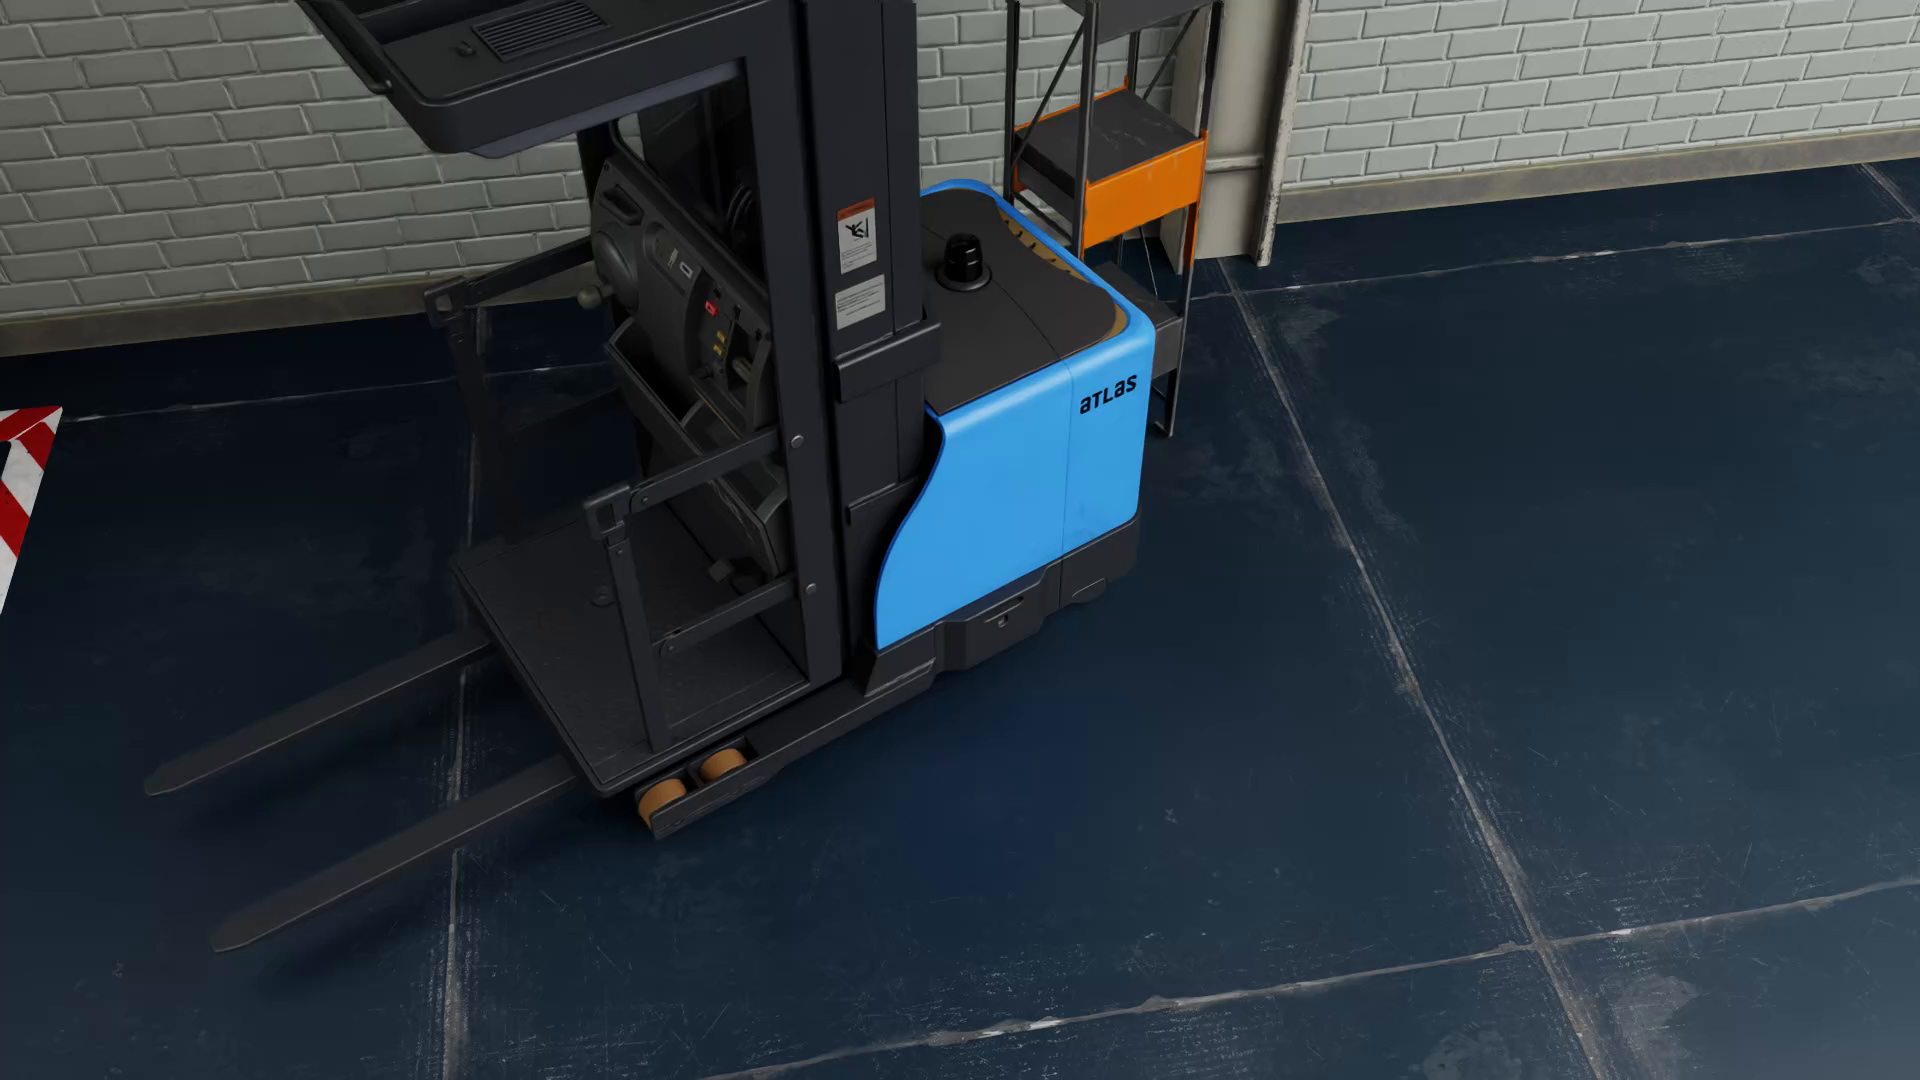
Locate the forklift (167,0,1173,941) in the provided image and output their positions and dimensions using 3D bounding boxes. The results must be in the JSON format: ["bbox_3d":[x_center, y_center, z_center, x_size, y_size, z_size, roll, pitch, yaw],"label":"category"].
[{"bbox_3d":[-0.854,-0.614,4.306,3.031,2.935,1.130,-26,52,-23],"label":"forklift"}]

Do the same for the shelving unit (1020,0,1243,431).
[{"bbox_3d":[0.515,-1.153,5.403,0.503,2.100,0.431,-26,52,-23],"label":"shelving unit"}]

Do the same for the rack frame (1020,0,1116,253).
[{"bbox_3d":[0.315,-1.053,5.307,0.015,2.100,0.400,-26,52,-23],"label":"rack frame"}]

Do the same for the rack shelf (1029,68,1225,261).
[{"bbox_3d":[0.515,-1.144,5.413,0.480,0.518,0.431,-26,52,-23],"label":"rack shelf"}]

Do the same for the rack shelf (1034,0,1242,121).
[{"bbox_3d":[0.515,-1.629,4.909,0.480,0.518,0.431,-26,52,-23],"label":"rack shelf"}]

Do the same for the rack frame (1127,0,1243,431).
[{"bbox_3d":[0.716,-1.253,5.499,0.015,2.100,0.400,-26,52,-23],"label":"rack frame"}]

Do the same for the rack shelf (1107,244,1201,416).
[{"bbox_3d":[0.515,-0.658,5.917,0.480,0.518,0.431,-26,52,-23],"label":"rack shelf"}]

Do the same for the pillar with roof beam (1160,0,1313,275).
[{"bbox_3d":[1.788,-1.283,0.738,0.400,9.000,9.100,-7,46,-7],"label":"pillar with roof beam"}]
